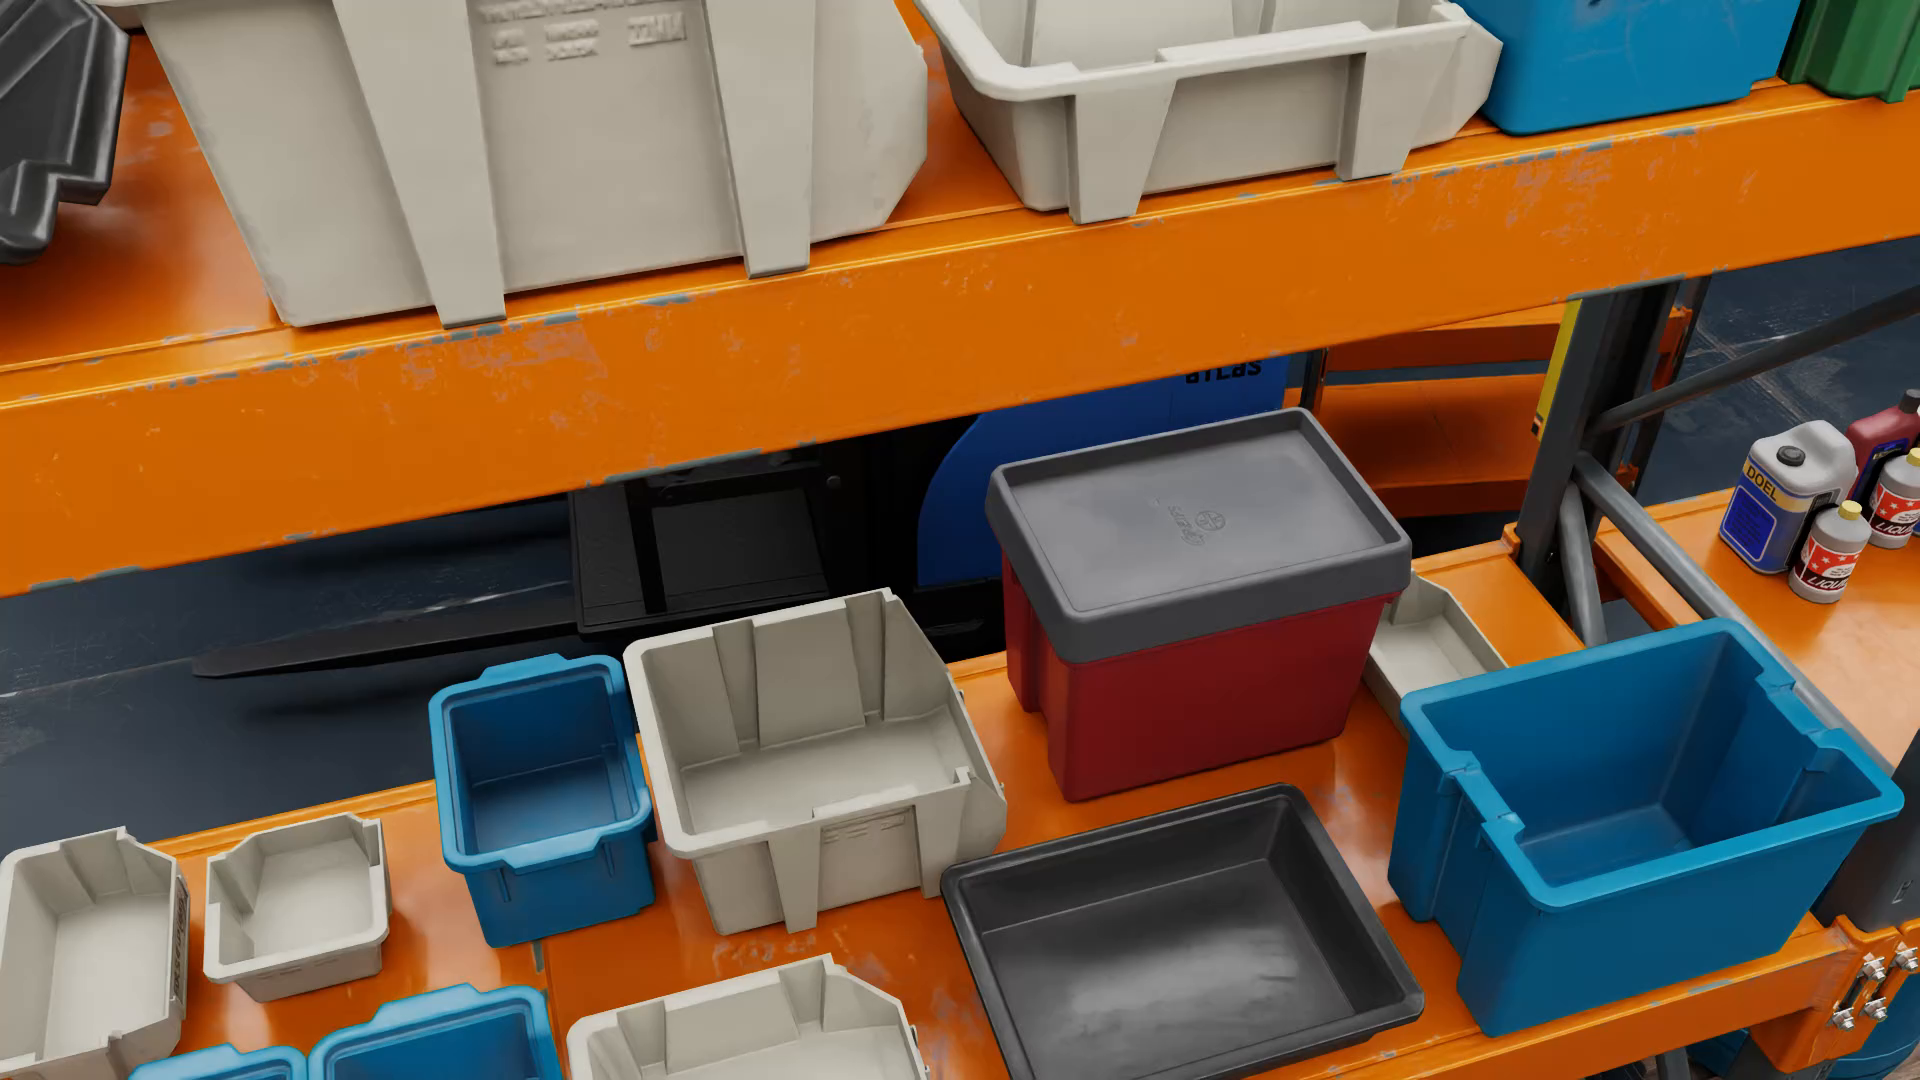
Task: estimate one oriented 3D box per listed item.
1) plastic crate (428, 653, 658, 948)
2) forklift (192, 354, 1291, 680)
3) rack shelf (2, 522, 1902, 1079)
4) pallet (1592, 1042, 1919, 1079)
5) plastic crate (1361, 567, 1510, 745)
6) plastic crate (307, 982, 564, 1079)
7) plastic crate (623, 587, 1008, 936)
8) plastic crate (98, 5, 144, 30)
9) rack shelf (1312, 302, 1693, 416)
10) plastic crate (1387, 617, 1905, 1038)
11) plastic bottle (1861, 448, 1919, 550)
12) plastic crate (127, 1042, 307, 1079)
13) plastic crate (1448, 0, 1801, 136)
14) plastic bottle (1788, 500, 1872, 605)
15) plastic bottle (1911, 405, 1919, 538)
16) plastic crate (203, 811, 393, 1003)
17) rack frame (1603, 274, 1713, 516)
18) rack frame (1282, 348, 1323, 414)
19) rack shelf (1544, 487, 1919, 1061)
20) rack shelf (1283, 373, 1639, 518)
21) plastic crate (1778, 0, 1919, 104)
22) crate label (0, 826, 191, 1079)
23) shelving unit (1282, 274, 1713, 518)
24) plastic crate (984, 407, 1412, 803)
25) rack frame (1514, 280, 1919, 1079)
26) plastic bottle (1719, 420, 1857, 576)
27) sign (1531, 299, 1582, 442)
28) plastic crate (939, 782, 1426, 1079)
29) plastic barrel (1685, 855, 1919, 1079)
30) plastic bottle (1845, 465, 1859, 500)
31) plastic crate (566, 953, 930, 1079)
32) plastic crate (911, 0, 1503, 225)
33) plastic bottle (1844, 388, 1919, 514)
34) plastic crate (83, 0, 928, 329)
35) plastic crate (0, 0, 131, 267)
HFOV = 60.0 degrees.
[{"bbox_3d":[-0.638,0.410,2.583,0.300,0.233,0.416,-12,42,-13],"label":"plastic crate"},{"bbox_3d":[-0.670,-1.001,4.168,3.031,2.935,1.130,-8,42,-10],"label":"forklift"},{"bbox_3d":[-0.612,0.812,2.588,4.000,0.370,1.077,-12,42,-13],"label":"rack shelf"},{"bbox_3d":[2.044,1.069,3.866,1.213,0.211,1.003,-12,42,-13],"label":"pallet"},{"bbox_3d":[0.809,0.225,2.868,0.243,0.136,0.396,-12,42,-13],"label":"plastic crate"},{"bbox_3d":[-0.643,0.815,2.119,0.300,0.233,0.416,-12,42,-13],"label":"plastic crate"},{"bbox_3d":[-0.216,0.354,2.610,0.530,0.282,0.437,-12,42,-13],"label":"plastic crate"},{"bbox_3d":[-0.623,-0.658,1.644,0.530,0.136,0.437,-12,42,-13],"label":"plastic crate"},{"bbox_3d":[1.437,-0.644,4.687,1.000,0.278,0.538,-4,41,-4],"label":"rack shelf"},{"bbox_3d":[0.953,0.435,2.438,0.575,0.384,0.392,-12,42,-13],"label":"plastic crate"},{"bbox_3d":[1.823,-0.089,3.223,0.097,0.201,0.097,0,41,0],"label":"plastic bottle"},{"bbox_3d":[-0.929,0.874,2.051,0.300,0.233,0.416,-12,42,-13],"label":"plastic crate"},{"bbox_3d":[0.523,-0.541,1.436,0.300,0.233,0.416,-12,42,-13],"label":"plastic crate"},{"bbox_3d":[1.630,0.014,3.105,0.097,0.201,0.097,0,41,0],"label":"plastic bottle"},{"bbox_3d":[1.923,-0.161,3.248,0.135,0.276,0.152,-12,42,-13],"label":"plastic bottle"},{"bbox_3d":[-0.980,0.549,2.496,0.250,0.136,0.298,-12,42,-13],"label":"plastic crate"},{"bbox_3d":[1.943,-0.456,4.917,0.032,1.125,0.500,-4,41,-4],"label":"rack frame"},{"bbox_3d":[0.931,-0.391,4.843,0.032,1.125,0.500,-4,41,-4],"label":"rack frame"},{"bbox_3d":[3.203,0.021,3.493,4.000,0.370,1.077,-12,42,-13],"label":"rack shelf"},{"bbox_3d":[1.437,-0.239,5.041,1.000,0.278,0.538,-4,41,-4],"label":"rack shelf"},{"bbox_3d":[0.983,-0.631,1.573,0.662,0.188,0.450,-12,42,-13],"label":"plastic crate"},{"bbox_3d":[-1.257,0.619,2.416,0.243,0.136,0.396,-12,42,-13],"label":"crate label"},{"bbox_3d":[1.437,-0.424,4.880,1.048,1.125,0.538,-4,41,-4],"label":"shelving unit"},{"bbox_3d":[0.369,0.118,2.741,0.583,0.464,0.402,-12,42,-13],"label":"plastic crate"},{"bbox_3d":[1.296,0.146,2.803,0.127,3.000,1.000,-12,42,-13],"label":"rack frame"},{"bbox_3d":[1.575,-0.088,3.166,0.135,0.276,0.152,-12,42,-13],"label":"plastic bottle"},{"bbox_3d":[1.132,-0.304,3.108,0.005,0.325,0.100,-12,42,-13],"label":"sign"},{"bbox_3d":[0.309,0.616,2.428,0.590,0.125,0.437,-12,42,-13],"label":"plastic crate"},{"bbox_3d":[1.820,0.681,3.467,0.708,0.901,0.600,-12,42,-13],"label":"plastic barrel"},{"bbox_3d":[1.677,-0.100,3.236,0.097,0.201,0.097,0,41,0],"label":"plastic bottle"},{"bbox_3d":[-0.275,0.755,2.261,0.466,0.136,0.293,-12,42,-13],"label":"plastic crate"},{"bbox_3d":[0.197,-0.395,1.342,0.466,0.136,0.293,-12,42,-13],"label":"plastic crate"},{"bbox_3d":[1.782,-0.166,3.248,0.133,0.283,0.061,-12,42,-13],"label":"plastic bottle"},{"bbox_3d":[-0.313,-0.393,1.230,0.530,0.282,0.437,-12,42,-13],"label":"plastic crate"},{"bbox_3d":[-0.980,-0.300,1.080,0.767,0.338,0.504,-12,42,-13],"label":"plastic crate"}]
